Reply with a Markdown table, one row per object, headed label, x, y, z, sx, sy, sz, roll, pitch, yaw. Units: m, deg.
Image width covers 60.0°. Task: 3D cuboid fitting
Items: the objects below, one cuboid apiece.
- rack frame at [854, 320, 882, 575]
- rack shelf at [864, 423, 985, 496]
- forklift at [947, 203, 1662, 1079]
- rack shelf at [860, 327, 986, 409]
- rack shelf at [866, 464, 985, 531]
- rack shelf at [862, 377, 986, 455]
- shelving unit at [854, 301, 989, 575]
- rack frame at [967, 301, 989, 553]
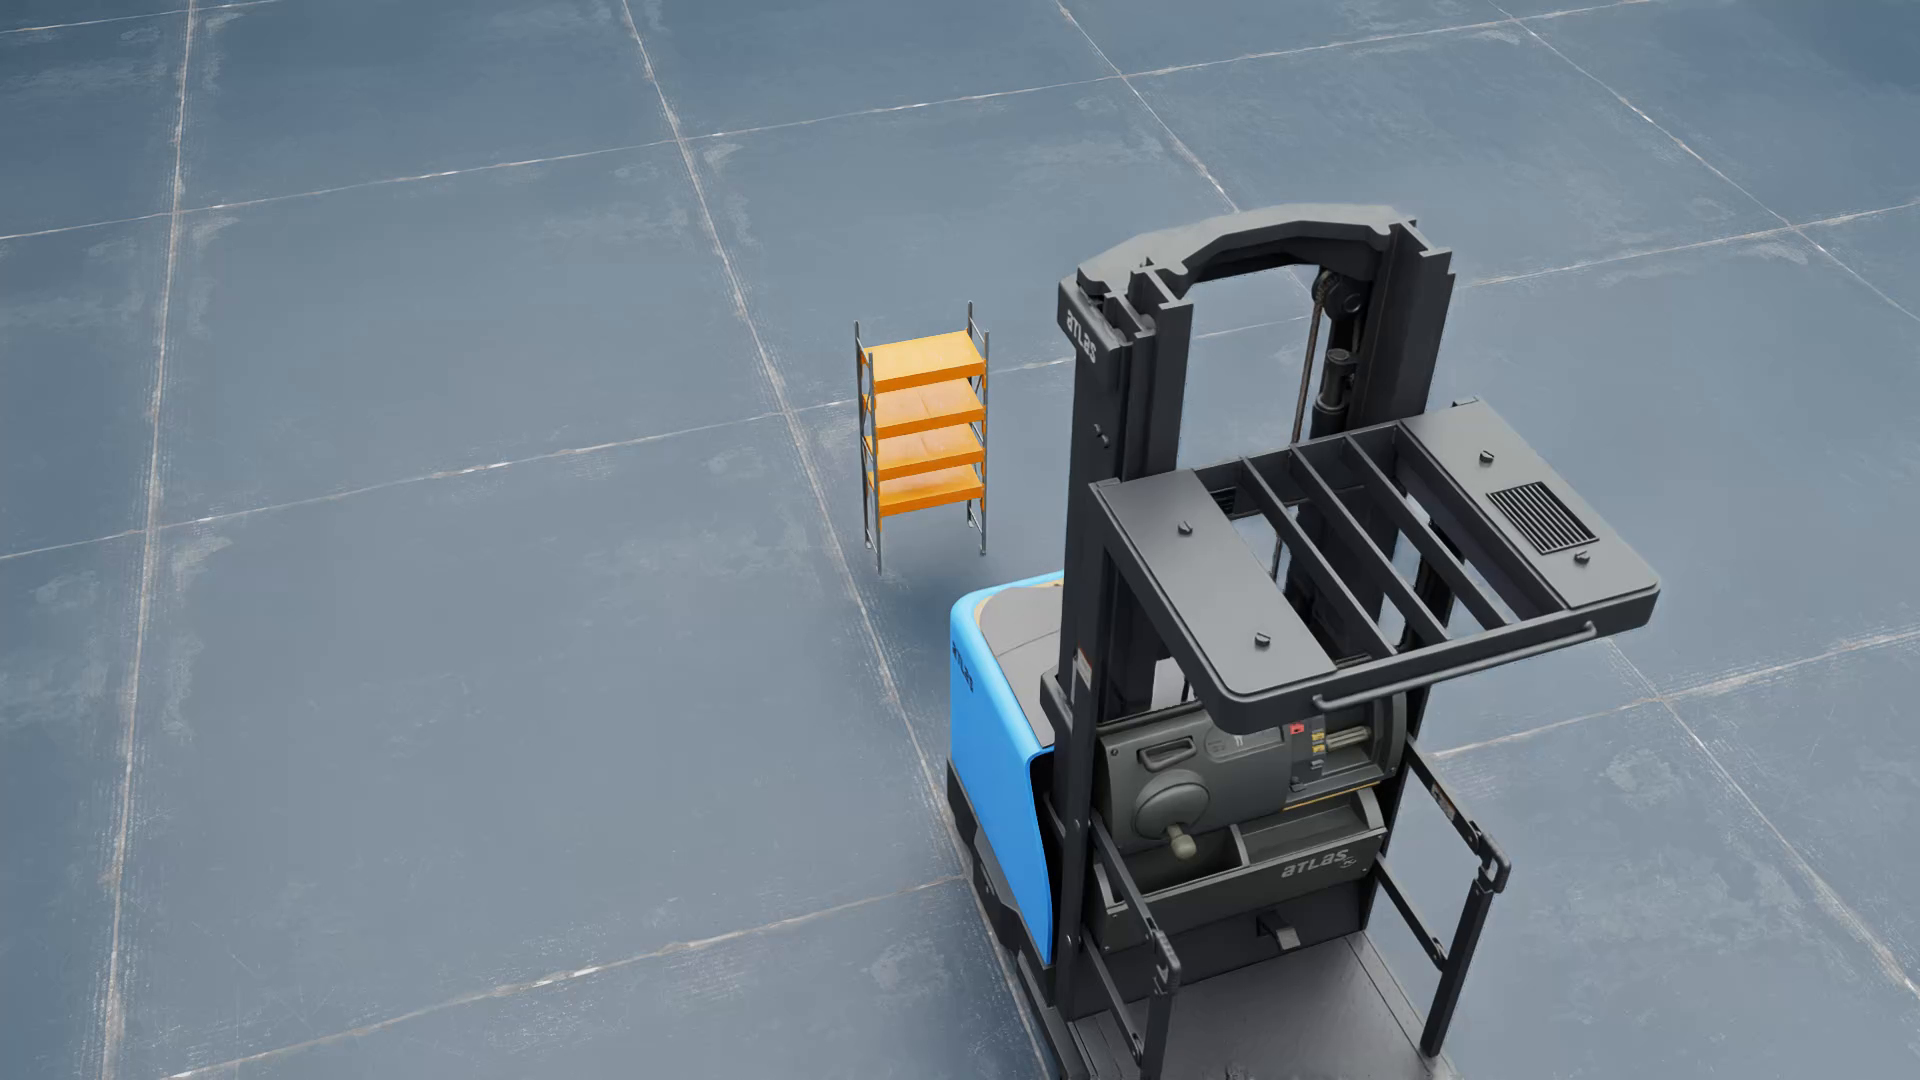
| label | x | y | z | sx | sy | sz | roll | pitch | yaw |
| --- | --- | --- | --- | --- | --- | --- | --- | --- | --- |
| rack frame | -0.391 | -0.371 | 7.112 | 0.015 | 1.200 | 0.240 | -12 | 42 | -13 |
| rack shelf | -0.158 | -0.368 | 7.212 | 0.480 | 0.148 | 0.258 | -12 | 42 | -13 |
| forklift | 0.918 | 0.710 | 4.559 | 1.130 | 2.935 | 3.031 | -13 | 43 | -14 |
| rack shelf | -0.158 | -0.715 | 6.909 | 0.480 | 0.148 | 0.258 | -12 | 42 | -13 |
| rack shelf | -0.158 | -0.219 | 7.342 | 0.480 | 0.148 | 0.258 | -12 | 42 | -13 |
| rack shelf | -0.158 | -0.537 | 7.064 | 0.480 | 0.148 | 0.258 | -12 | 42 | -13 |
| shelving unit | -0.158 | -0.419 | 7.167 | 0.503 | 1.200 | 0.258 | -12 | 42 | -13 |
| rack frame | 0.075 | -0.467 | 7.223 | 0.015 | 1.200 | 0.240 | -12 | 42 | -13 |
